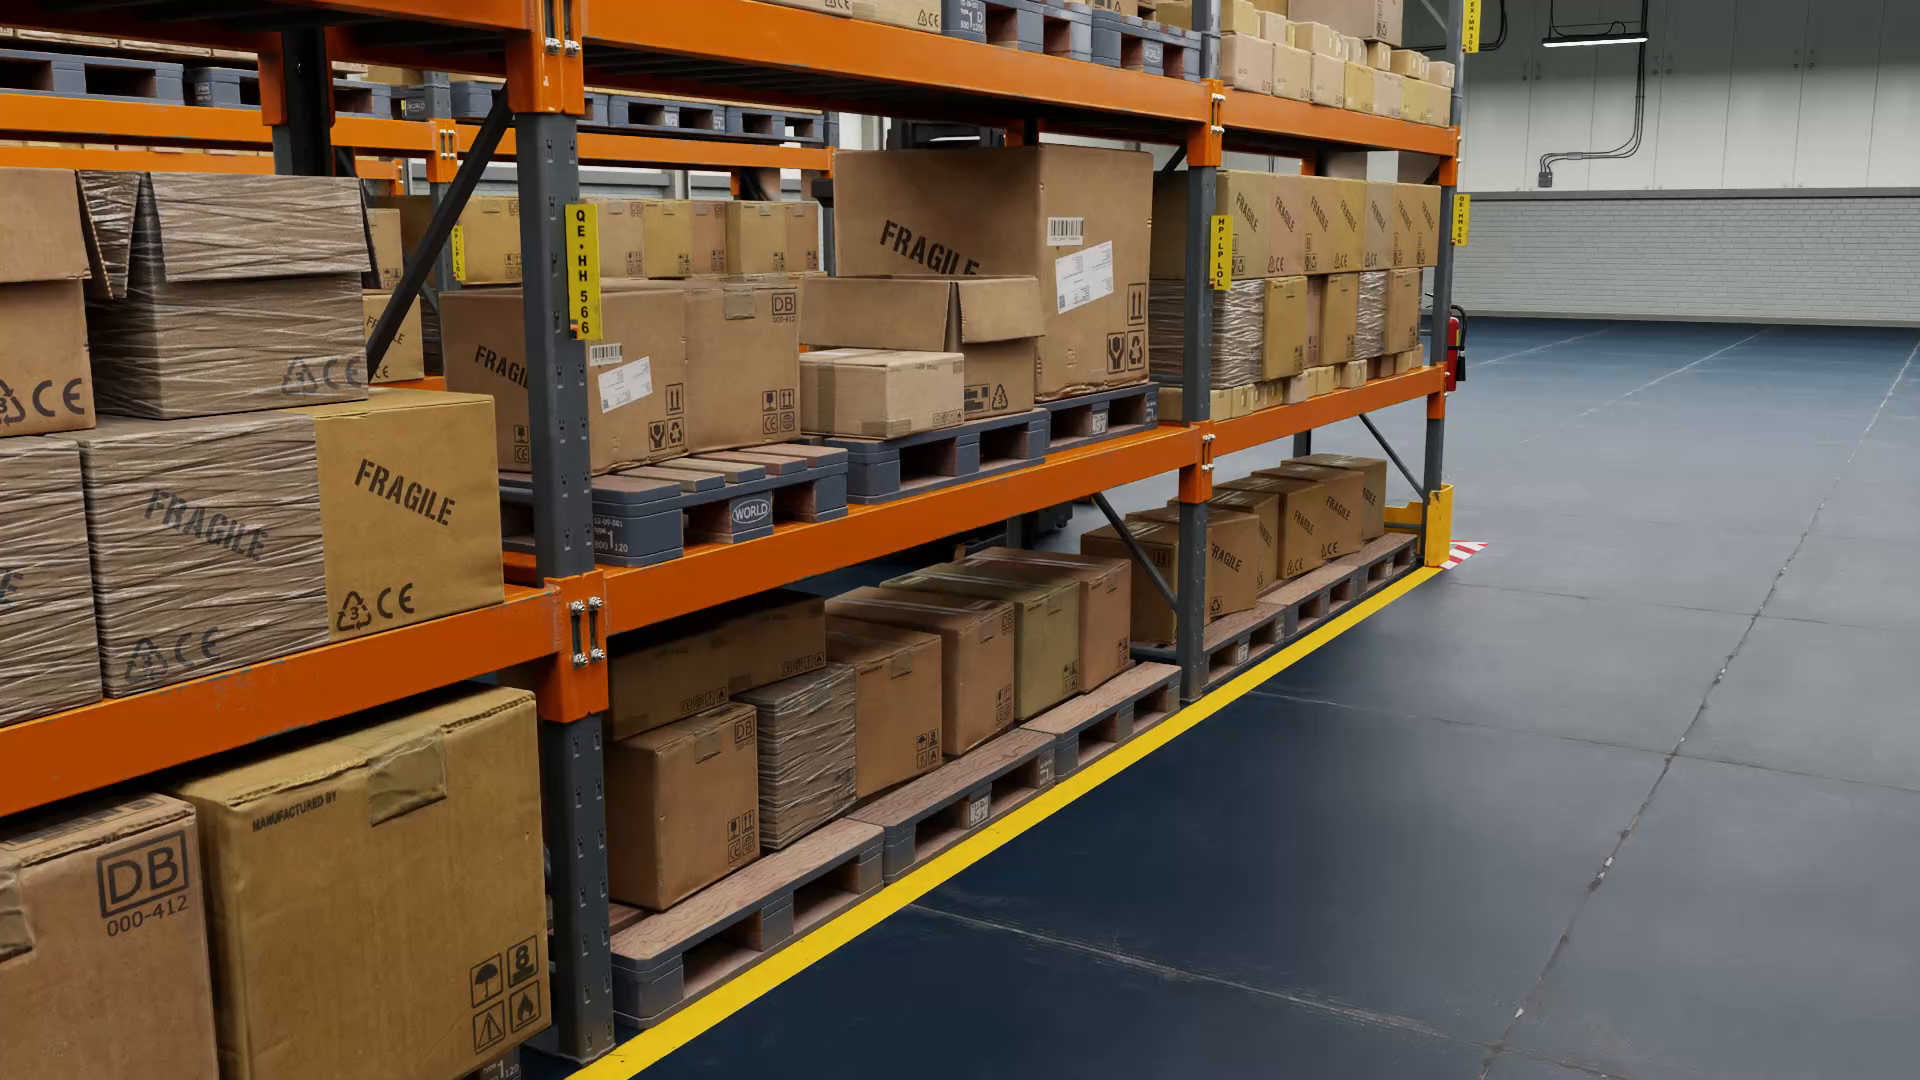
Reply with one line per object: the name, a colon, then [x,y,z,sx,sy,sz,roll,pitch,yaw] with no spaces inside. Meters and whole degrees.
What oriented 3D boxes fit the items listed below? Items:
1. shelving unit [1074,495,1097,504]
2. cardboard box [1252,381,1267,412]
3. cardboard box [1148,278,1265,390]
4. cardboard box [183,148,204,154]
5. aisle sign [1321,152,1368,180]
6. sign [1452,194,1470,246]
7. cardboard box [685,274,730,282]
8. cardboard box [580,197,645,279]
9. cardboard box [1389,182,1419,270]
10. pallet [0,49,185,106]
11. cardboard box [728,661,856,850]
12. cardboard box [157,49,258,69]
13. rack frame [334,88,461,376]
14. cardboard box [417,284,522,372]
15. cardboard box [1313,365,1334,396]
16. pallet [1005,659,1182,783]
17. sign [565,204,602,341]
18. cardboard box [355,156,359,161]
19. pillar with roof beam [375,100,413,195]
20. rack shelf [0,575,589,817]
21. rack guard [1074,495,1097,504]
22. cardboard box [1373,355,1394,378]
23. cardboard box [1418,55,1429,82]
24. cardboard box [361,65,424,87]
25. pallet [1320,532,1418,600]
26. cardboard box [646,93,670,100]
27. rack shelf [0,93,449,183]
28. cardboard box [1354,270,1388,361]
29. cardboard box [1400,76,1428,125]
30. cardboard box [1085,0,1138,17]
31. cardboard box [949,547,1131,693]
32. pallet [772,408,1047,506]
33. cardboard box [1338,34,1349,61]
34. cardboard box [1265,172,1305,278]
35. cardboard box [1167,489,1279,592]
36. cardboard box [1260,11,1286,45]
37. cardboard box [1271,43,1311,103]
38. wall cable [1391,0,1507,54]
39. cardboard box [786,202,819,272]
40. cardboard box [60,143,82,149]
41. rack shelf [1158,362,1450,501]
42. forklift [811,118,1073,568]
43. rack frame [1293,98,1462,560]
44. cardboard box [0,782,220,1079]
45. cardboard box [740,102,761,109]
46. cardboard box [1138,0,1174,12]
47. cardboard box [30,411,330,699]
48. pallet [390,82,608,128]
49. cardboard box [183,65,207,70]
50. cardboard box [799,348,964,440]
shelving unit: [0.634,-0.978,13.017,0.587,1.500,1.083,5,12,27]
cardboard box: [1.302,-0.724,8.267,0.380,0.149,0.250,6,12,31]
cardboard box: [0.973,-1.023,8.099,0.875,0.500,0.500,6,12,31]
cardboard box: [-6.609,-3.328,14.027,0.380,0.149,0.250,6,12,31]
aisle sign: [2.539,-2.708,11.115,0.394,0.787,0.004,6,12,31]
sign: [3.227,-2.060,10.714,0.100,0.325,0.005,6,12,31]
cardboard box: [-2.243,-1.728,12.537,0.875,0.550,0.550,6,12,31]
cardboard box: [-2.696,-2.081,11.489,0.875,0.550,0.550,6,12,31]
cardboard box: [2.434,-1.889,10.010,0.500,0.500,0.500,6,12,31]
pallet: [-4.710,-2.287,8.295,1.003,0.211,1.213,7,13,33]
cardboard box: [-0.783,0.683,5.664,0.700,0.500,0.500,5,12,26]
cardboard box: [-3.954,-2.693,8.946,0.500,0.250,0.500,6,12,30]
rack frame: [-3.501,-1.252,10.405,1.000,3.000,0.127,6,12,31]
cardboard box: [-3.319,-1.385,10.707,0.875,0.550,0.550,6,12,31]
cardboard box: [1.822,-0.881,9.106,0.380,0.149,0.250,6,12,31]
pallet: [0.283,0.731,7.391,1.003,0.211,1.213,6,12,31]
sign: [-0.914,-0.650,4.042,0.100,0.325,0.005,6,12,31]
cardboard box: [-5.754,-3.564,15.286,0.380,0.149,0.250,6,12,31]
pillar with roof beam: [-4.289,-6.270,20.903,9.100,9.000,0.400,6,12,31]
rack shelf: [-2.429,0.535,2.815,1.077,0.370,4.000,6,12,31]
rack guard: [0.861,-0.445,13.568,0.587,0.250,0.087,5,12,27]
cardboard box: [2.432,-1.082,10.180,0.380,0.149,0.250,6,12,31]
cardboard box: [2.602,-2.831,10.013,0.380,0.149,0.250,6,12,28]
cardboard box: [-3.585,-2.946,10.574,0.380,0.149,0.250,6,12,30]
pallet: [2.271,0.116,10.678,1.003,0.211,1.213,6,12,31]
cardboard box: [-2.231,-3.123,11.515,0.380,0.149,0.250,7,12,31]
rack shelf: [-4.539,-2.058,8.515,1.077,0.370,4.000,6,12,31]
cardboard box: [2.000,-1.338,9.786,0.875,0.500,0.500,6,12,31]
cardboard box: [2.473,-2.613,9.932,0.500,0.250,0.500,6,12,31]
cardboard box: [0.358,-2.429,7.121,0.797,0.503,0.637,6,12,28]
cardboard box: [0.349,0.345,7.474,0.700,0.500,0.500,5,12,26]
pallet: [-0.398,-0.354,6.130,1.003,0.211,1.213,6,12,31]
cardboard box: [1.868,-2.633,8.955,0.380,0.149,0.250,7,13,32]
cardboard box: [1.395,-1.574,8.330,0.500,0.500,0.500,6,12,31]
cardboard box: [1.474,0.005,9.343,0.500,0.500,0.500,5,12,26]
cardboard box: [1.358,-2.470,8.082,0.380,0.149,0.250,6,12,31]
cardboard box: [1.409,-2.293,8.221,0.500,0.250,0.500,6,12,30]
wall cable: [12.109,-13.430,41.504,3.097,2.526,0.112,6,12,31]
cardboard box: [-1.650,-2.431,13.360,0.875,0.550,0.550,6,12,31]
cardboard box: [-7.194,-3.171,13.186,0.380,0.149,0.250,6,12,31]
rack shelf: [1.725,-0.723,9.536,1.077,0.370,4.000,6,12,31]
forklift: [-0.286,-1.338,11.053,1.130,2.935,3.031,5,12,27]
rack frame: [2.763,-1.391,11.149,1.000,3.000,0.127,6,12,31]
cardboard box: [-2.236,0.951,3.272,1.225,0.875,0.875,6,12,31]
cardboard box: [-1.703,-3.283,12.373,0.380,0.149,0.250,7,12,31]
cardboard box: [0.702,-2.773,7.939,0.500,0.500,0.500,6,12,29]
cardboard box: [-1.699,-0.003,3.463,0.500,0.500,0.500,6,12,30]
pallet: [-3.067,-2.811,10.819,1.003,0.211,1.213,6,12,31]
cardboard box: [-4.251,-2.719,9.360,0.250,0.149,0.380,6,12,31]
cardboard box: [-0.324,-0.508,5.695,0.500,0.250,0.500,6,12,29]
